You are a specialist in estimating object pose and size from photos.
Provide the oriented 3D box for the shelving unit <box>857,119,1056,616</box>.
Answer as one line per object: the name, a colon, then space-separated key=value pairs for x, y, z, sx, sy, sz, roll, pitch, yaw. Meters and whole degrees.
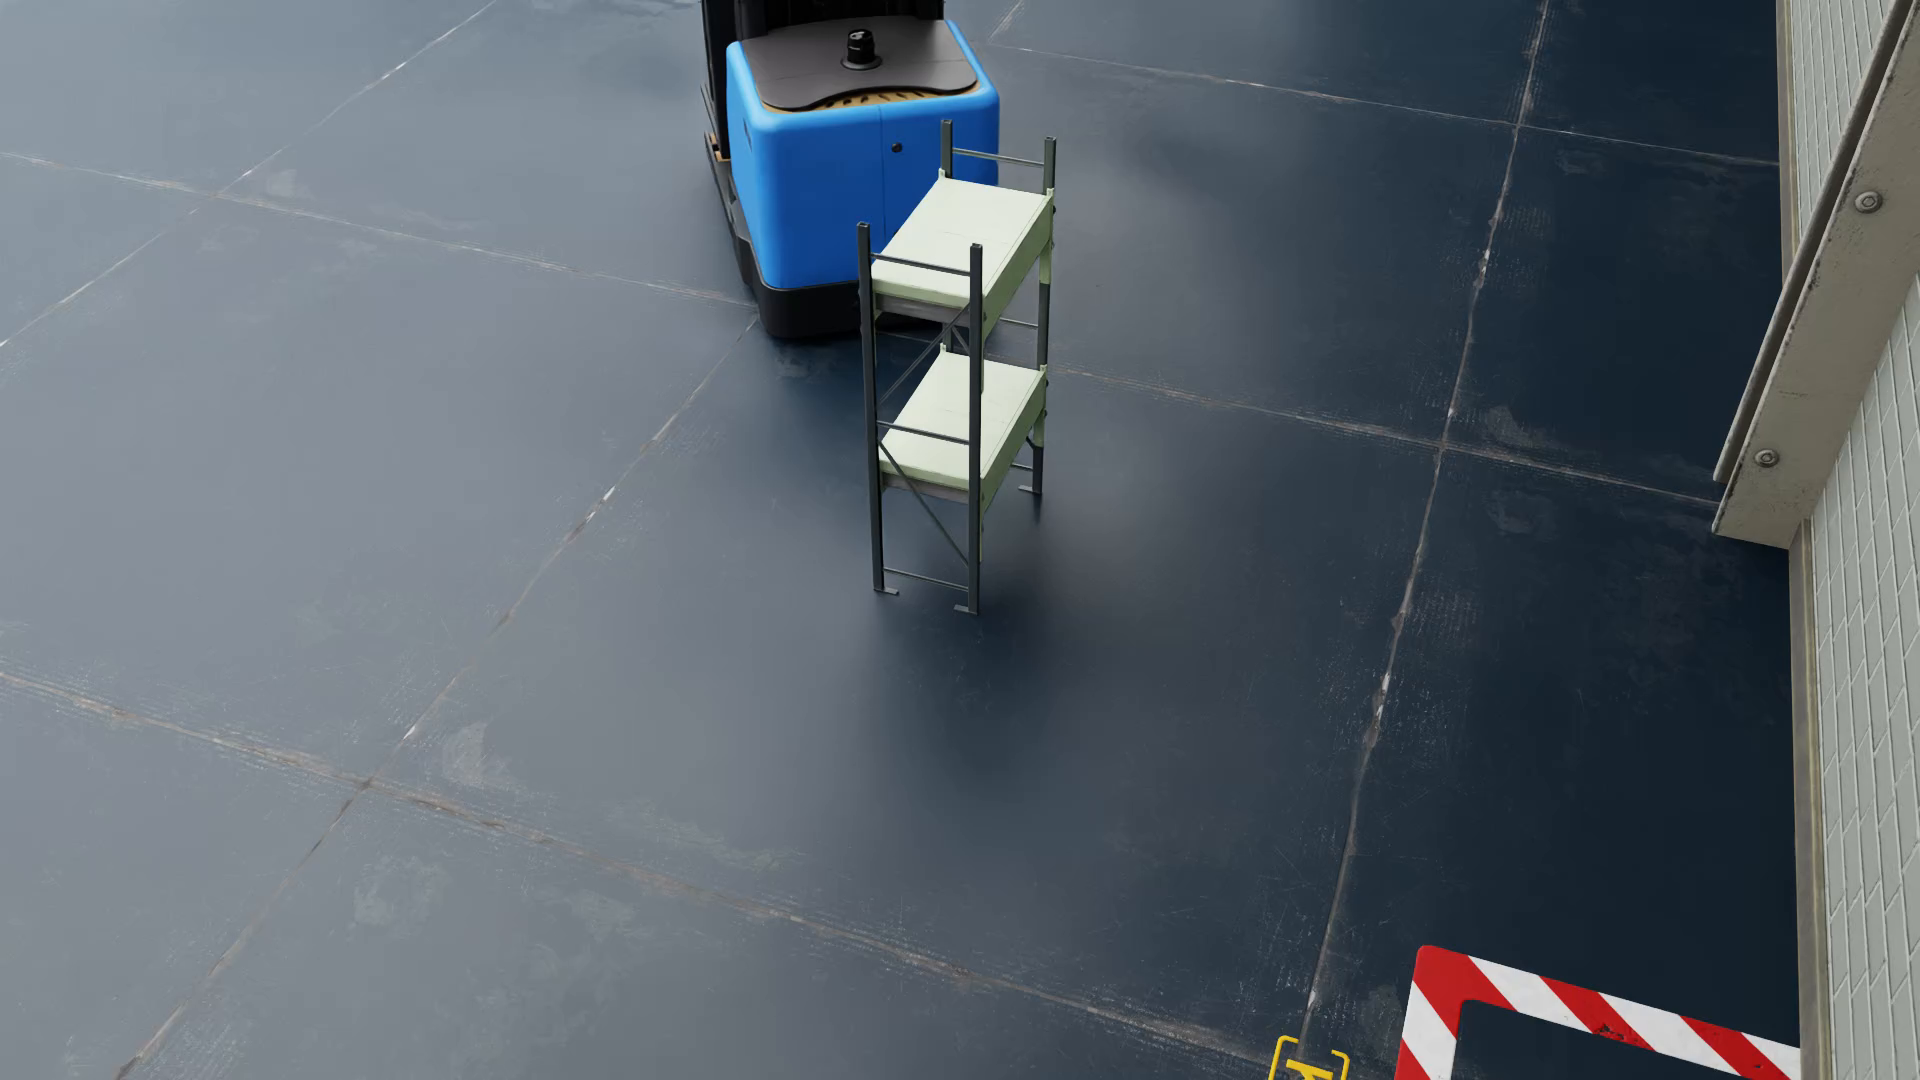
shelving unit: x=0.002 y=-0.575 z=5.768 sx=0.431 sy=1.500 sz=0.755 roll=13 pitch=42 yaw=15

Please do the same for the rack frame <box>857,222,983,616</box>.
rack frame: x=-0.123 y=-0.351 z=5.506 sx=0.400 sy=1.500 sz=0.023 roll=13 pitch=42 yaw=15

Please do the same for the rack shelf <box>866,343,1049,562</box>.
rack shelf: x=0.002 y=-0.327 z=5.980 sx=0.431 sy=0.370 sz=0.720 roll=13 pitch=42 yaw=15

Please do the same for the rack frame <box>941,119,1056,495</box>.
rack frame: x=0.127 y=-0.798 z=6.030 sx=0.400 sy=1.500 sz=0.023 roll=13 pitch=42 yaw=15

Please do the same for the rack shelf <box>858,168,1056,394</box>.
rack shelf: x=0.002 y=-0.872 z=5.515 sx=0.431 sy=0.370 sz=0.720 roll=13 pitch=42 yaw=15

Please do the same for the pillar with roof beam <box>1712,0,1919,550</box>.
pillar with roof beam: x=-0.993 y=-4.491 z=4.580 sx=9.100 sy=9.000 sz=0.400 roll=13 pitch=42 yaw=15

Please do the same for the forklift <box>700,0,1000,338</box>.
forklift: x=-0.675 y=-2.949 z=7.449 sx=1.130 sy=2.935 sz=3.031 roll=-9 pitch=41 yaw=-11
